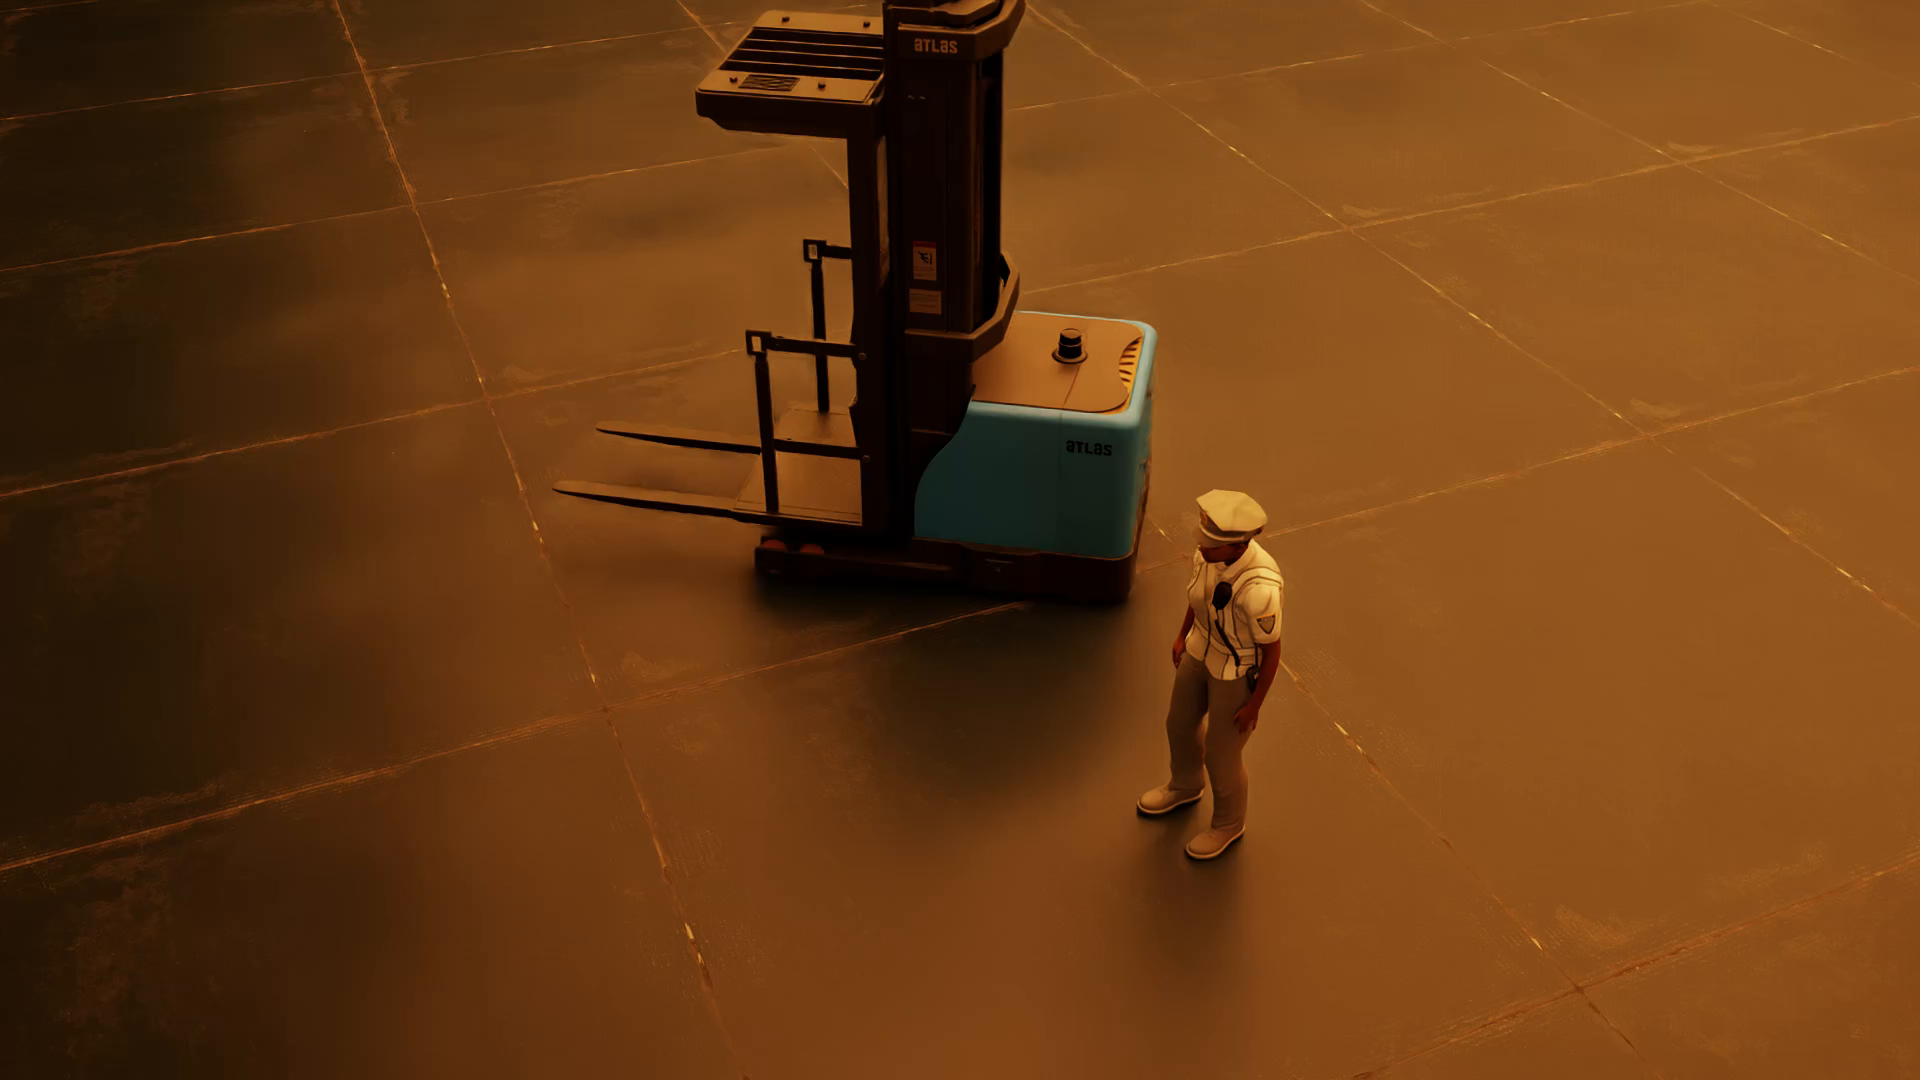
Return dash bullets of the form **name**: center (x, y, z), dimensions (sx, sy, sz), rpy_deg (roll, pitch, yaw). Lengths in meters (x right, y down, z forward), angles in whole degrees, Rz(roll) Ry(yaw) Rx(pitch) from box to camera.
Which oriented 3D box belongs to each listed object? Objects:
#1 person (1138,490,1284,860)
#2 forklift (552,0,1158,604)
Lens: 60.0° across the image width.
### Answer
- **person**: center (1.013, 0.512, 6.481), dimensions (0.390, 1.656, 0.522), rpy_deg (-18, 39, -23)
- **forklift**: center (-0.568, -1.301, 7.928), dimensions (3.031, 2.935, 1.130), rpy_deg (6, 36, 9)
